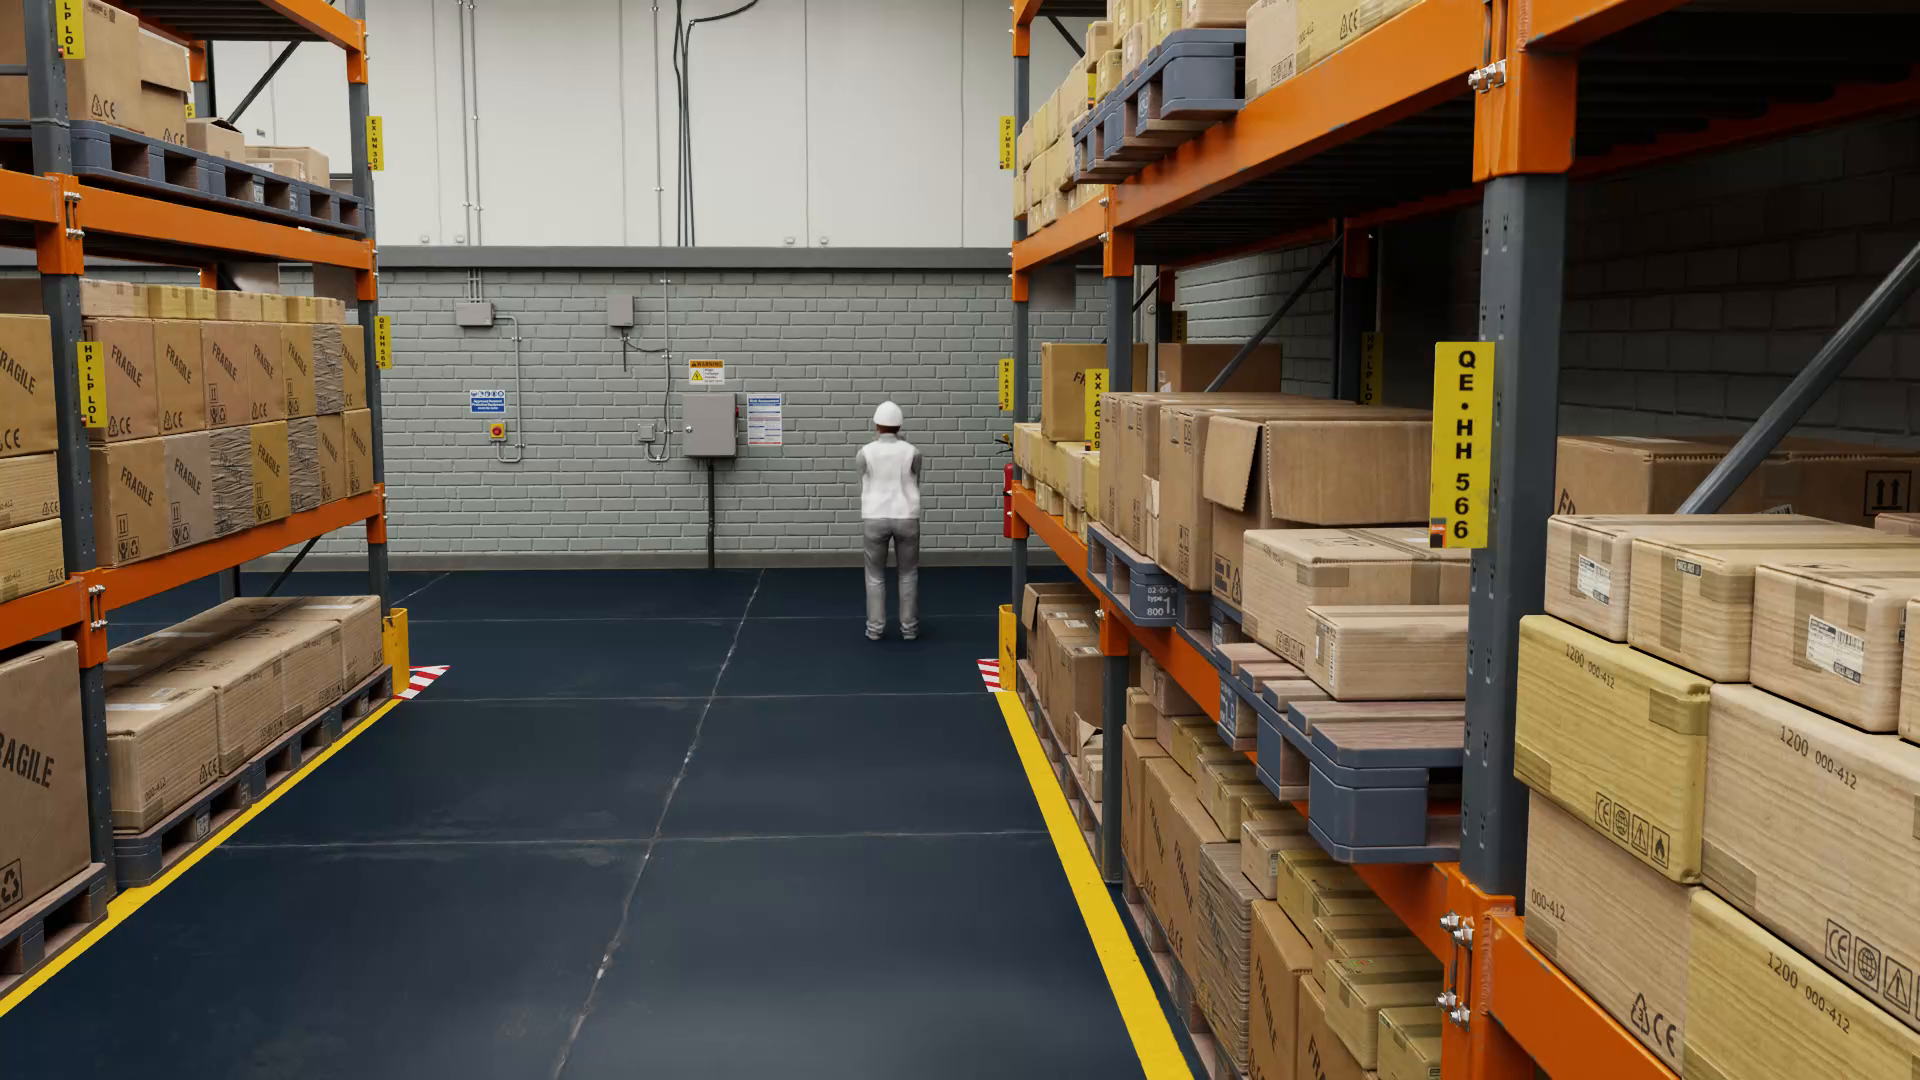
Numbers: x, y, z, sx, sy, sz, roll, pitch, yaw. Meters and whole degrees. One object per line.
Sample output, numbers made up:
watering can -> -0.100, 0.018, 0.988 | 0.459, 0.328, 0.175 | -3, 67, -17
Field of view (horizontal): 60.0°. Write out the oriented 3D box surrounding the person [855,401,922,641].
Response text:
person -> -0.532, -0.153, 12.437 | 0.495, 1.772, 0.558 | 0, 7, -4
